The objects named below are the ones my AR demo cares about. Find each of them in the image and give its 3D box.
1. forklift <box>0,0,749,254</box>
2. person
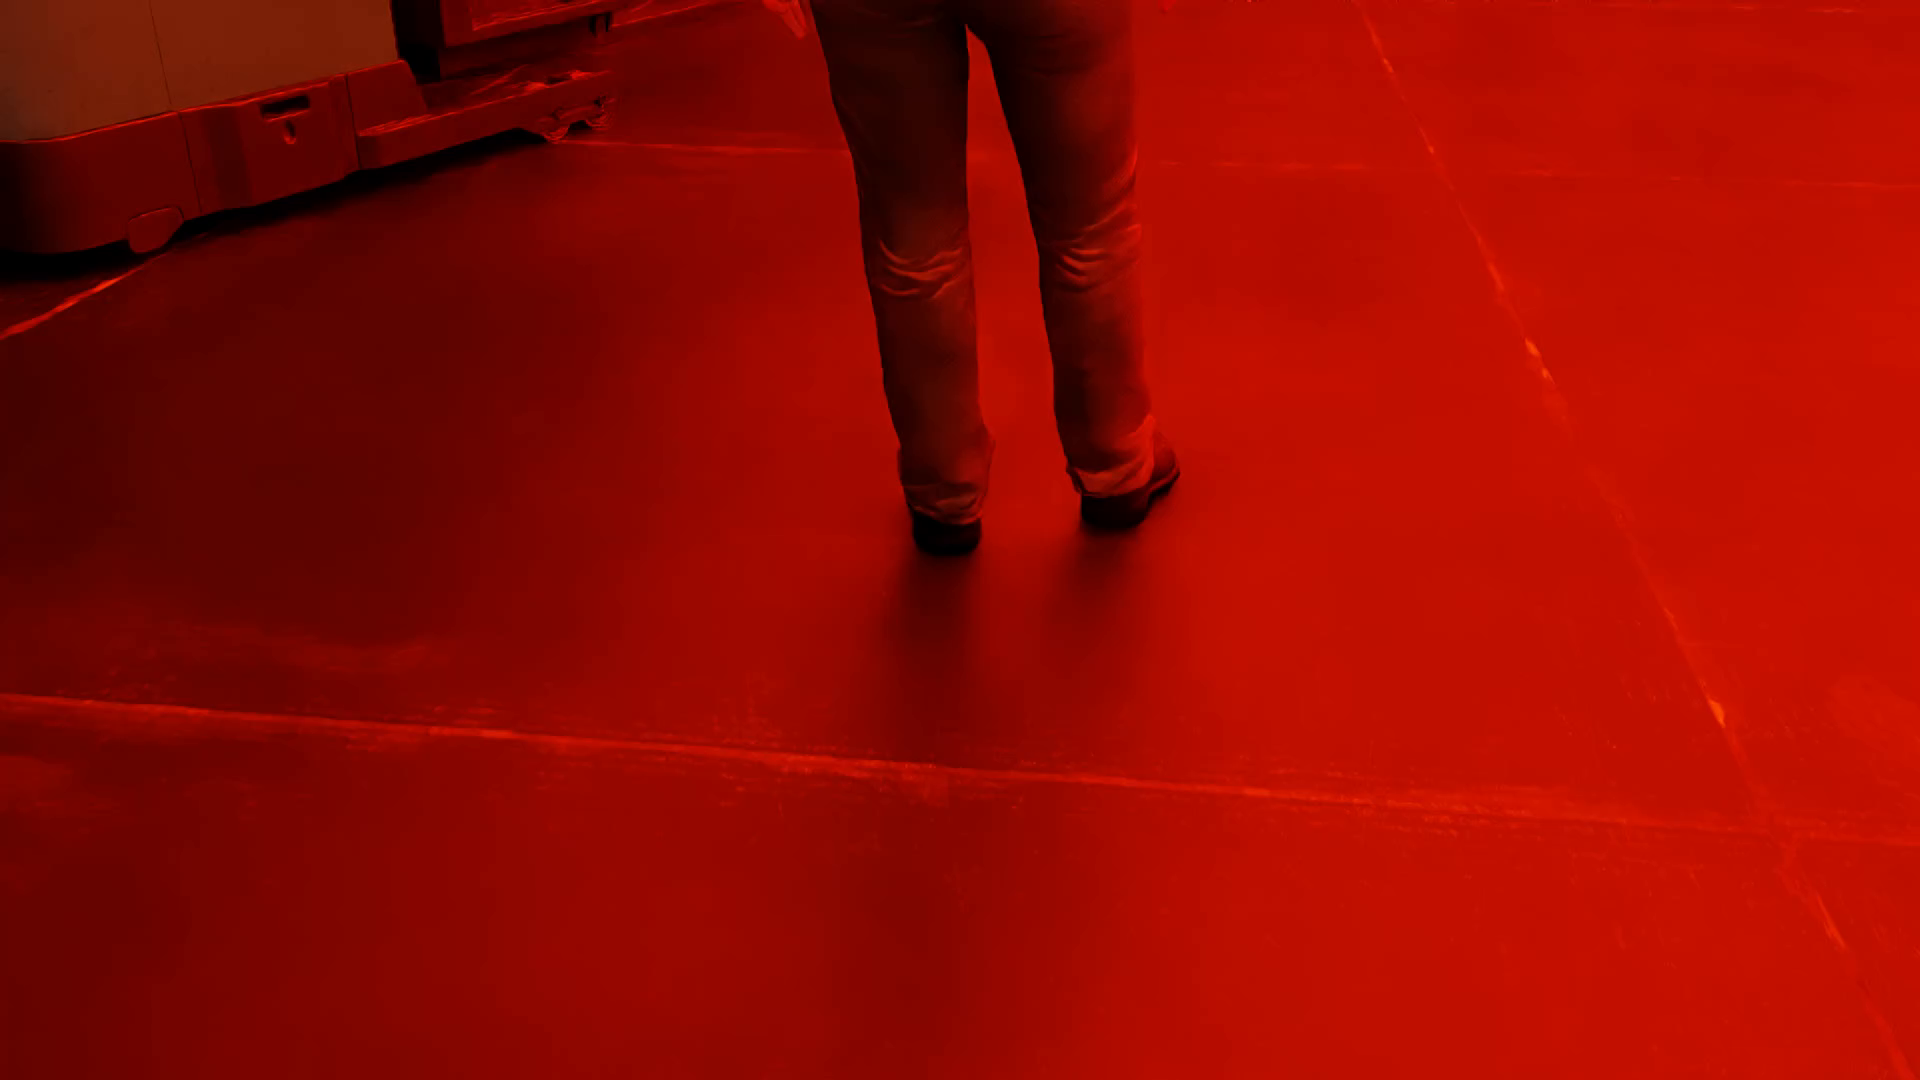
[{"bbox_3d":[-1.686,-2.550,4.329,1.130,2.935,3.031,13,29,24],"label":"forklift"},{"bbox_3d":[0.016,-0.804,2.167,0.632,1.720,0.567,3,27,7],"label":"person"}]
